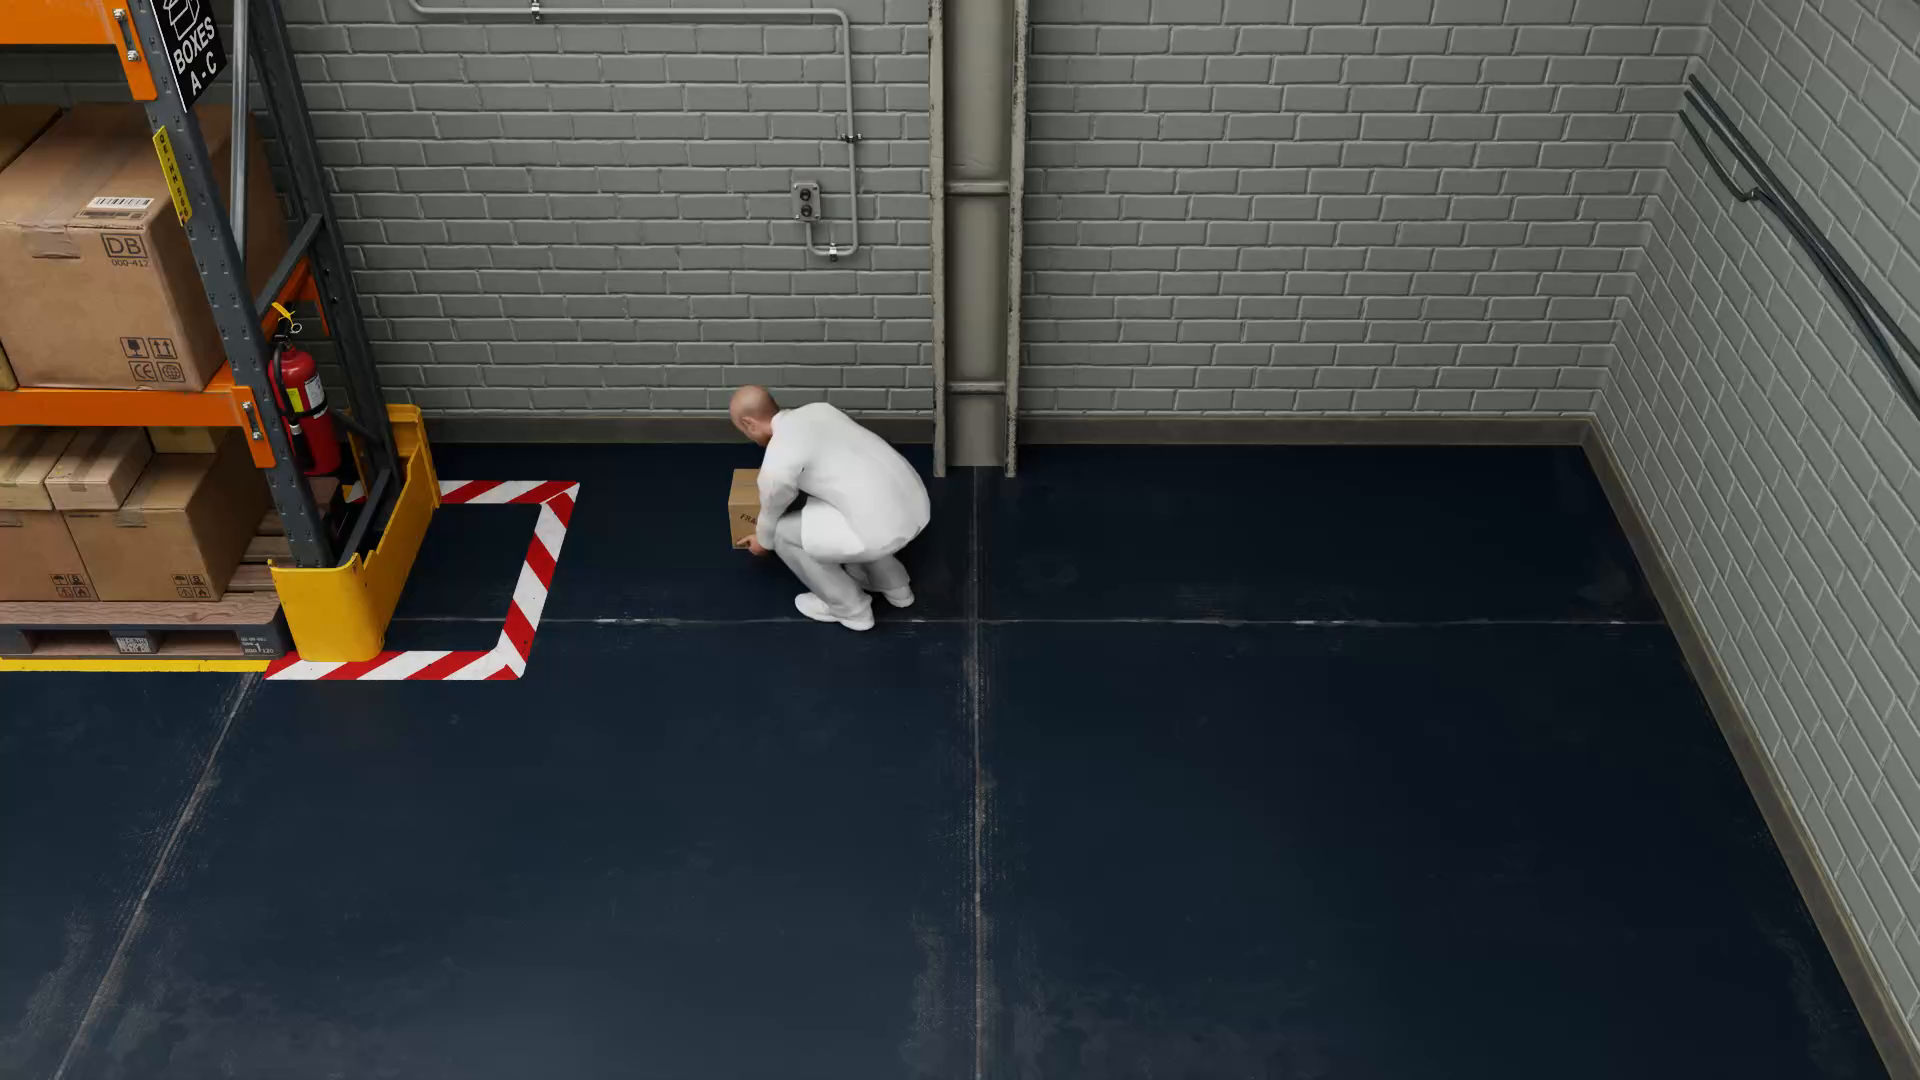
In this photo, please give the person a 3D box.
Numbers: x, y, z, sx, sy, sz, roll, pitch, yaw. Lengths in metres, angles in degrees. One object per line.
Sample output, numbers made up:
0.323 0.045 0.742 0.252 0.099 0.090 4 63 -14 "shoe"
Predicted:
-0.578 -0.159 6.986 0.982 0.996 0.573 21 44 24 "person"
